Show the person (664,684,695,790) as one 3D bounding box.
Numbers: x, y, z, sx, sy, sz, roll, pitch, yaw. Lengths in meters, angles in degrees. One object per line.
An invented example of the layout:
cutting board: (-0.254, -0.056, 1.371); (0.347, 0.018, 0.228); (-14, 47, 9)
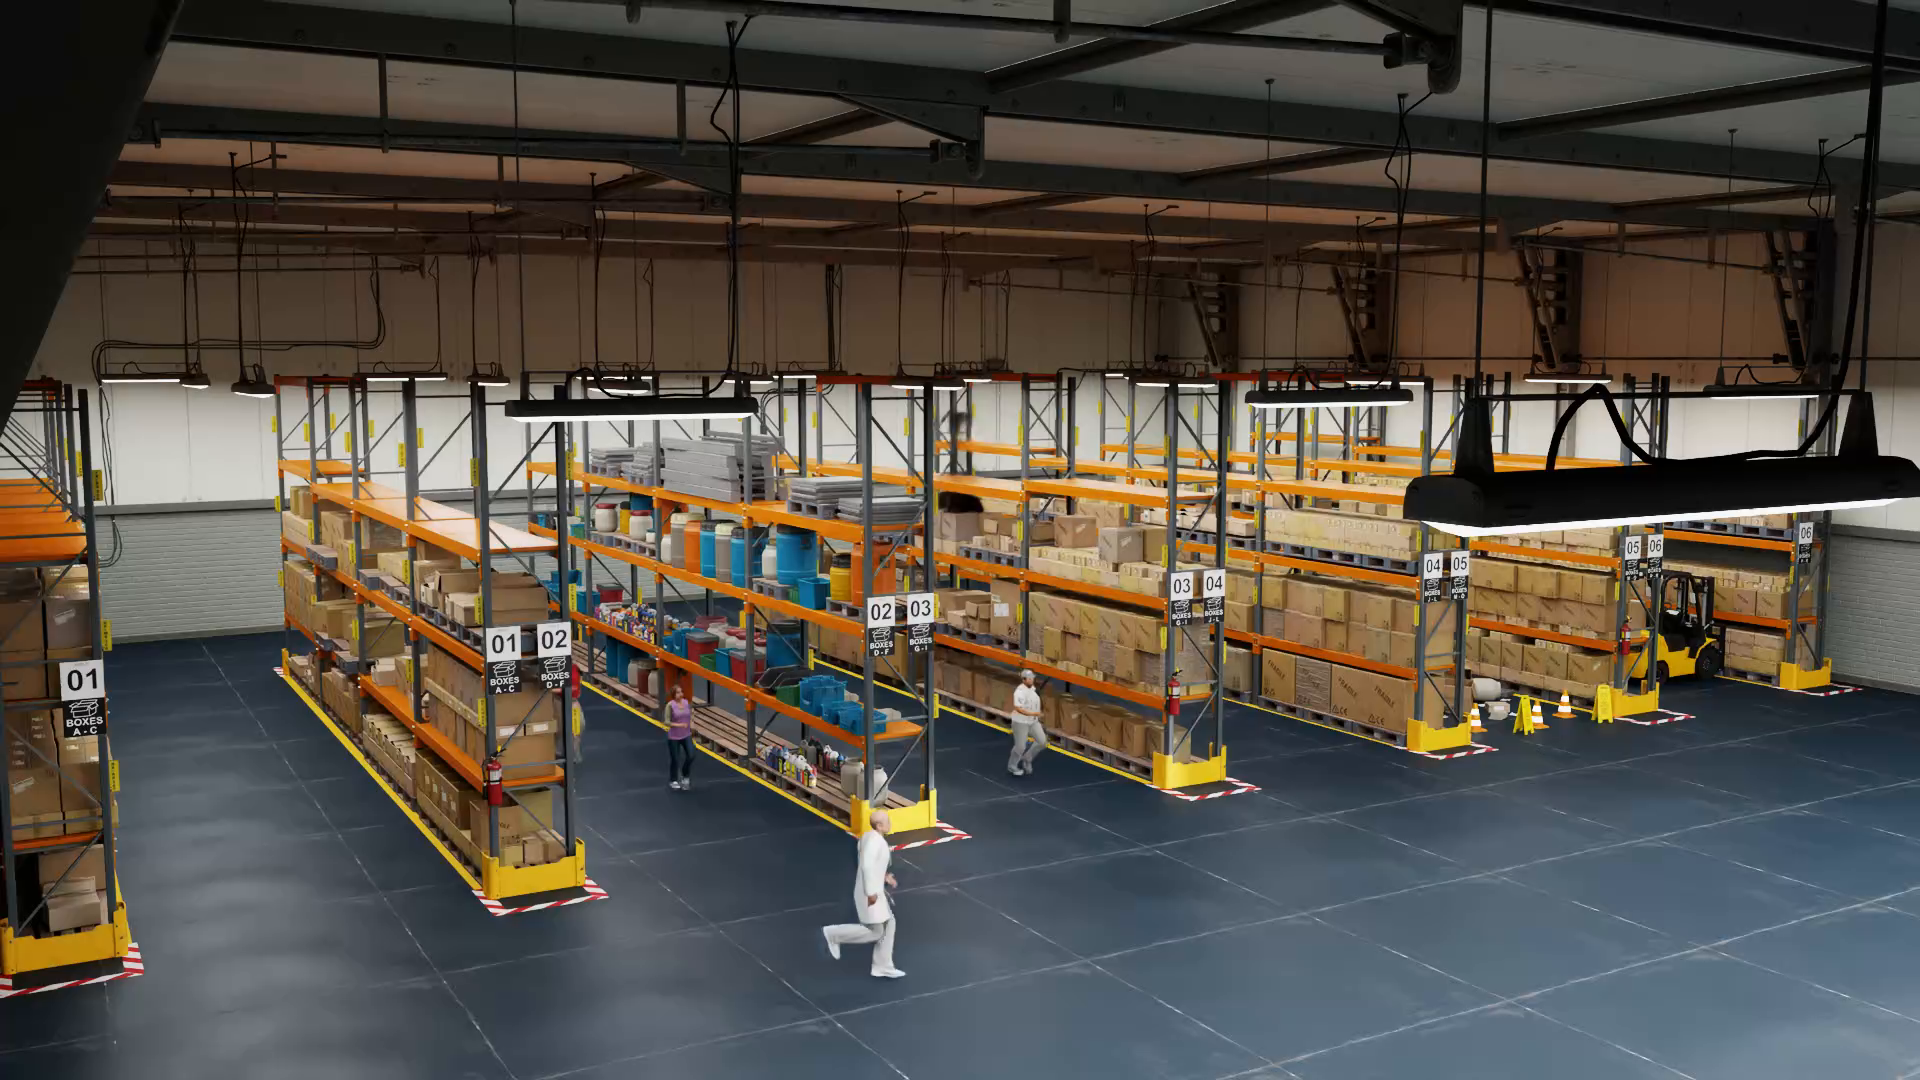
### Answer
person: (-4.069, 2.884, 24.236); (0.511, 1.570, 0.636); (-4, 7, -31)

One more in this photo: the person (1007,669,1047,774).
person: (1.027, 2.758, 25.181); (0.719, 1.626, 0.577); (6, 8, 42)

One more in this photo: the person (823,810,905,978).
person: (-0.982, 3.638, 17.012); (0.839, 1.755, 0.732); (-1, 6, -5)

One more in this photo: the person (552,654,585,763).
person: (-6.223, 2.628, 26.222); (0.876, 1.777, 0.686); (6, 9, 45)
